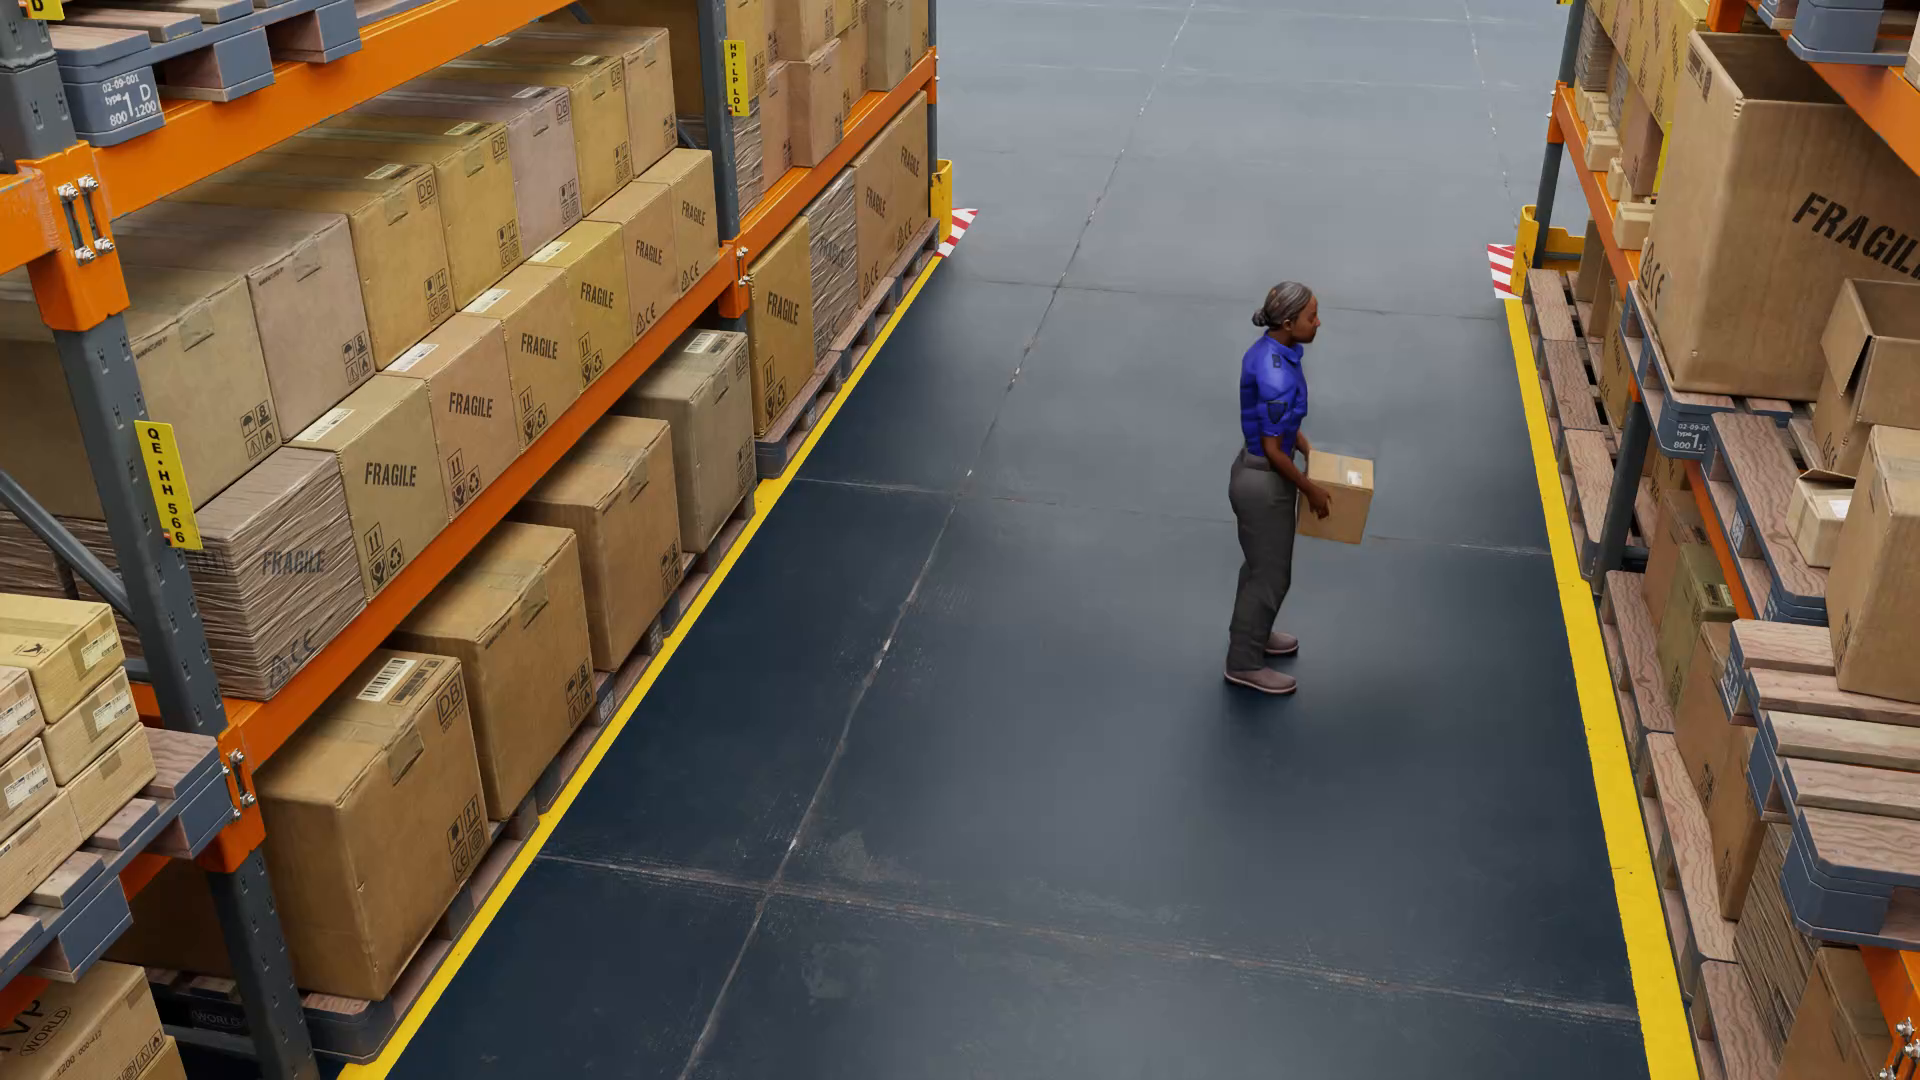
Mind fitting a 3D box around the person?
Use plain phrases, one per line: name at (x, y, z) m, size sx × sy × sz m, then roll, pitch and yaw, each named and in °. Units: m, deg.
person at (1.259, -0.217, 6.514) m, size 0.405 × 1.663 × 0.479 m, roll 5°, pitch 29°, yaw 10°
